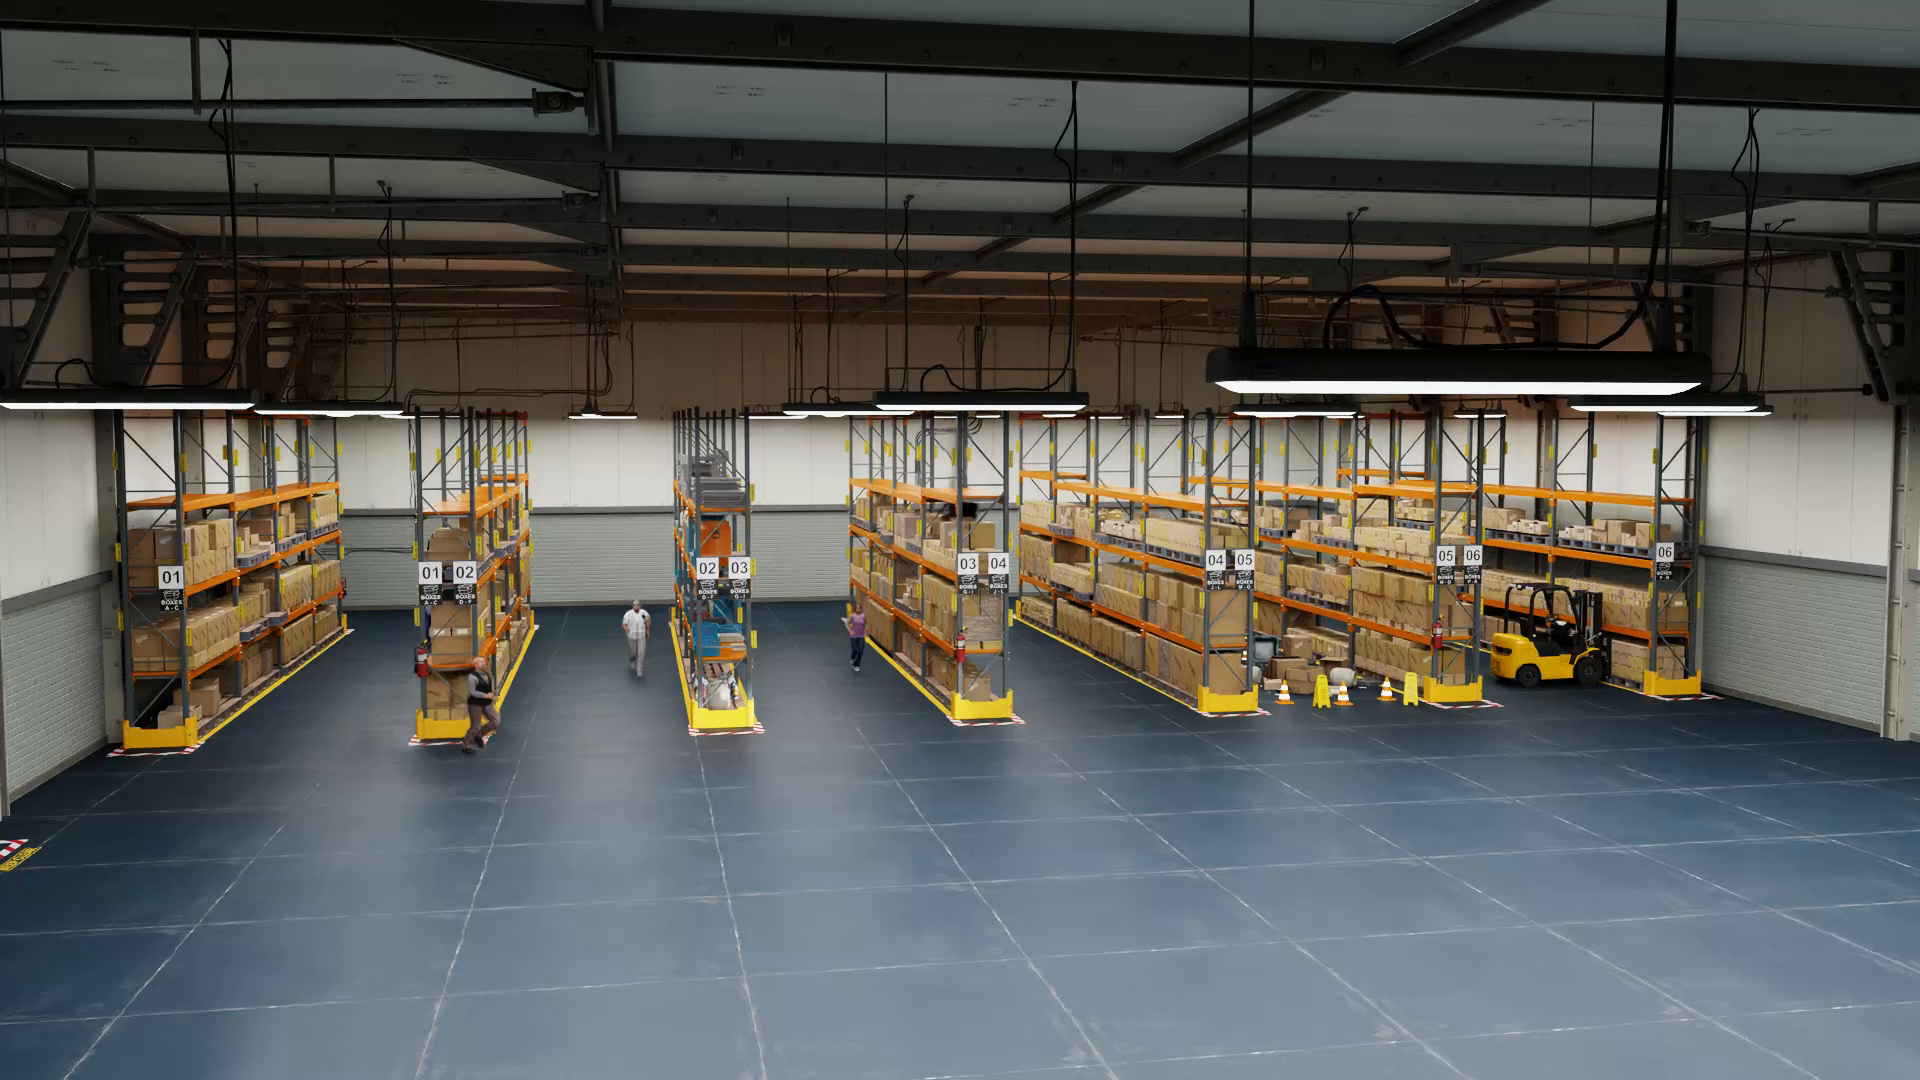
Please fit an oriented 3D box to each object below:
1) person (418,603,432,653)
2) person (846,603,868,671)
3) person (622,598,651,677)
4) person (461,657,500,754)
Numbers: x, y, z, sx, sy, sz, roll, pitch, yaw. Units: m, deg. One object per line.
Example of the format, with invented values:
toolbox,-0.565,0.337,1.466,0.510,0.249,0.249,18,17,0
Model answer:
person,-13.240,1.973,41.564,0.591,1.631,0.770,-1,4,-15
person,-2.347,2.238,38.154,0.516,1.541,0.529,-1,4,-16
person,-7.306,2.177,37.594,0.651,1.760,0.893,-1,4,-16
person,-8.235,2.838,28.635,0.761,1.677,0.677,2,4,24
